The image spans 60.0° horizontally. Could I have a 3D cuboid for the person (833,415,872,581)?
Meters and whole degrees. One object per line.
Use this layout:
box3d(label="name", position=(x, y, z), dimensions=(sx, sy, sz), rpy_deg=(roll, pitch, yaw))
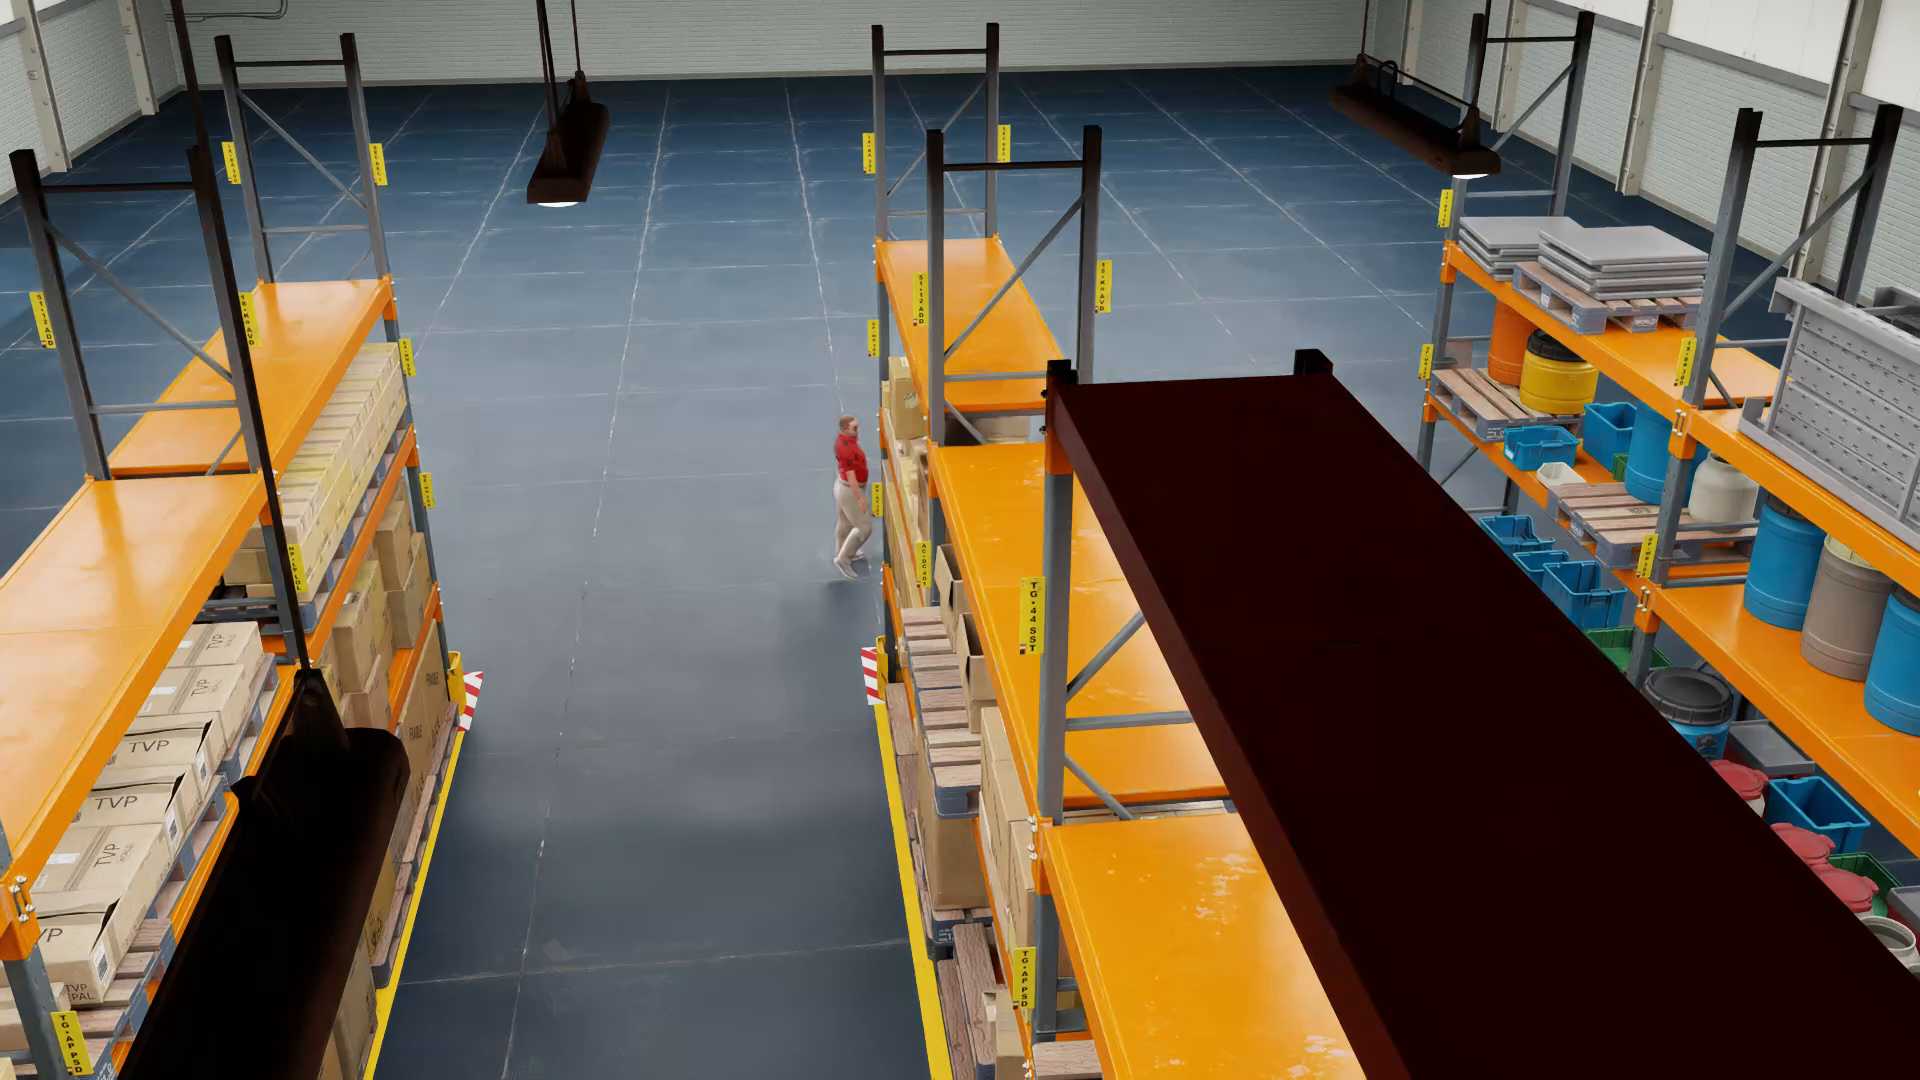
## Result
box3d(label="person", position=(-1.172, -0.475, 17.483), dimensions=(0.426, 1.747, 0.626), rpy_deg=(-7, 26, -13))
